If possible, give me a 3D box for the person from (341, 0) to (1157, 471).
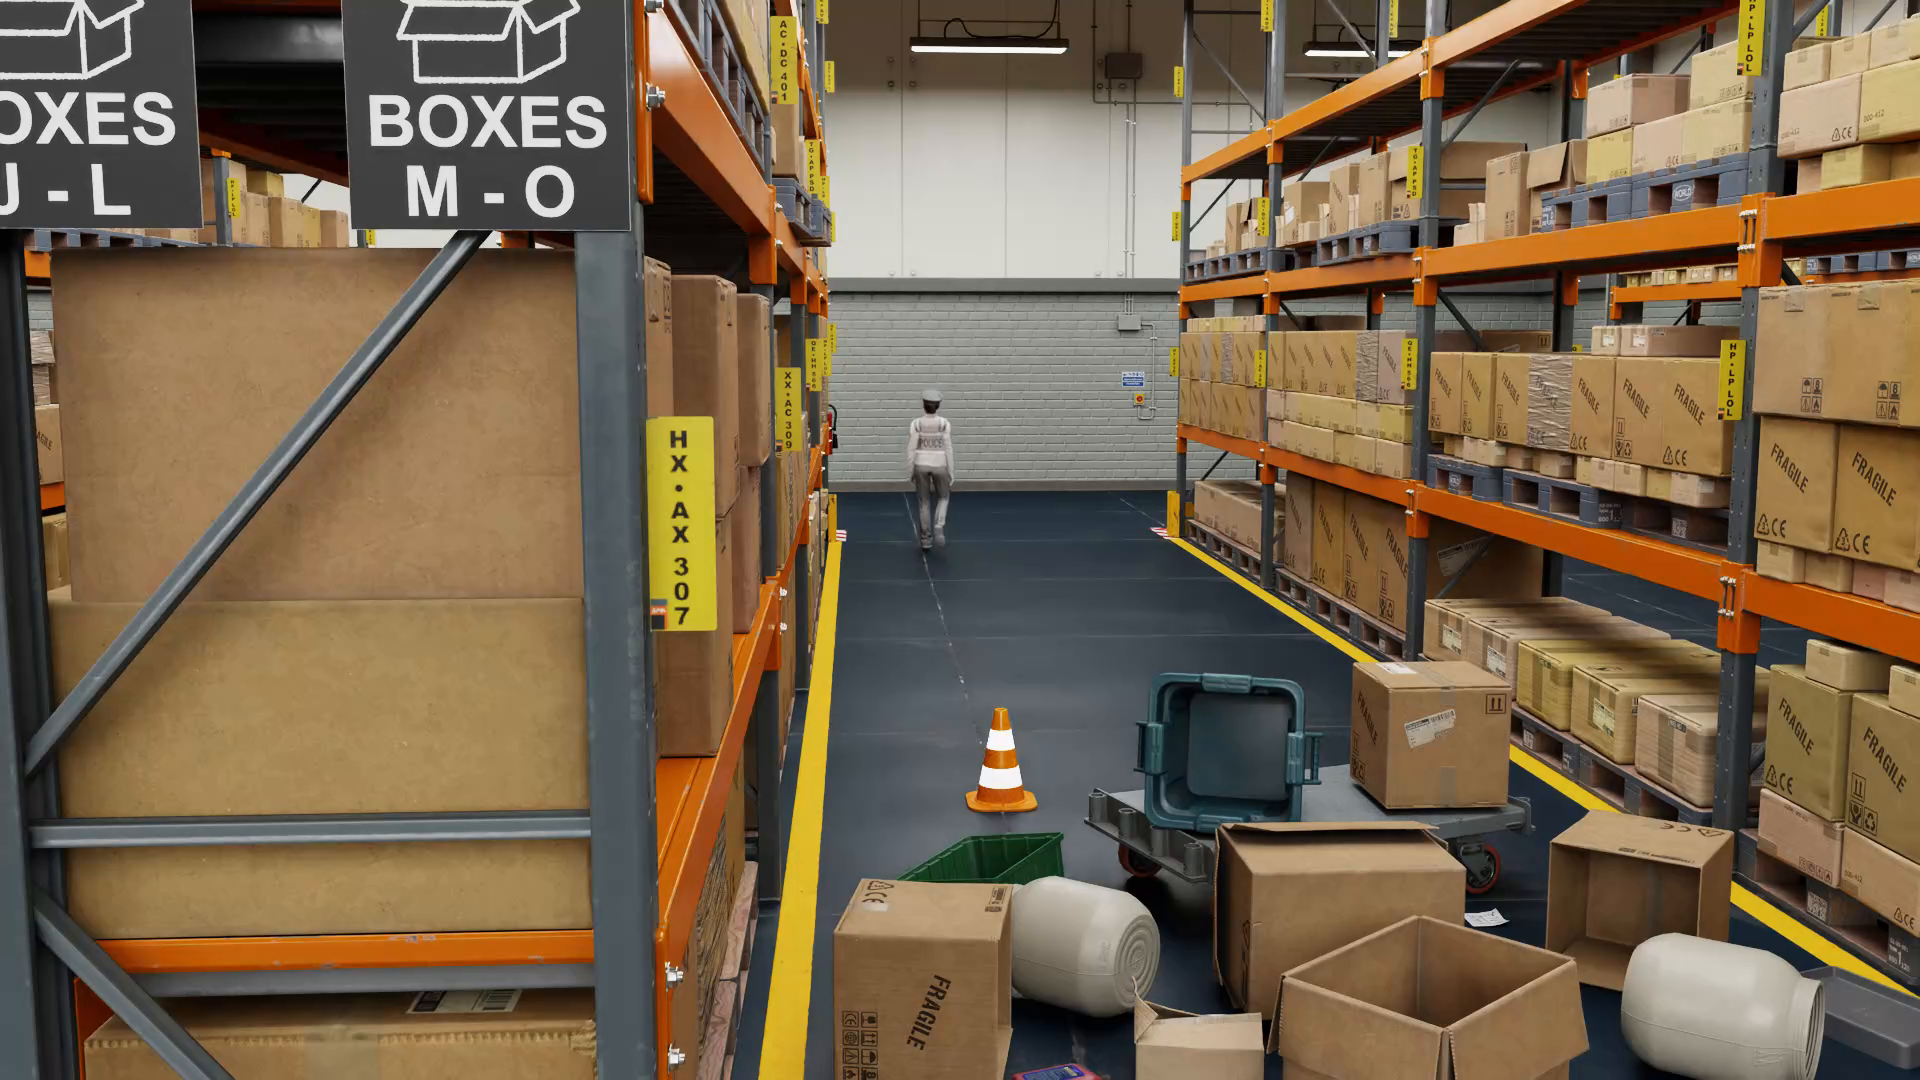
[{"bbox_3d":[1.582,-1.405,13.417,5.195,2.345,22.097,0,7,-1],"label":"person"}]
